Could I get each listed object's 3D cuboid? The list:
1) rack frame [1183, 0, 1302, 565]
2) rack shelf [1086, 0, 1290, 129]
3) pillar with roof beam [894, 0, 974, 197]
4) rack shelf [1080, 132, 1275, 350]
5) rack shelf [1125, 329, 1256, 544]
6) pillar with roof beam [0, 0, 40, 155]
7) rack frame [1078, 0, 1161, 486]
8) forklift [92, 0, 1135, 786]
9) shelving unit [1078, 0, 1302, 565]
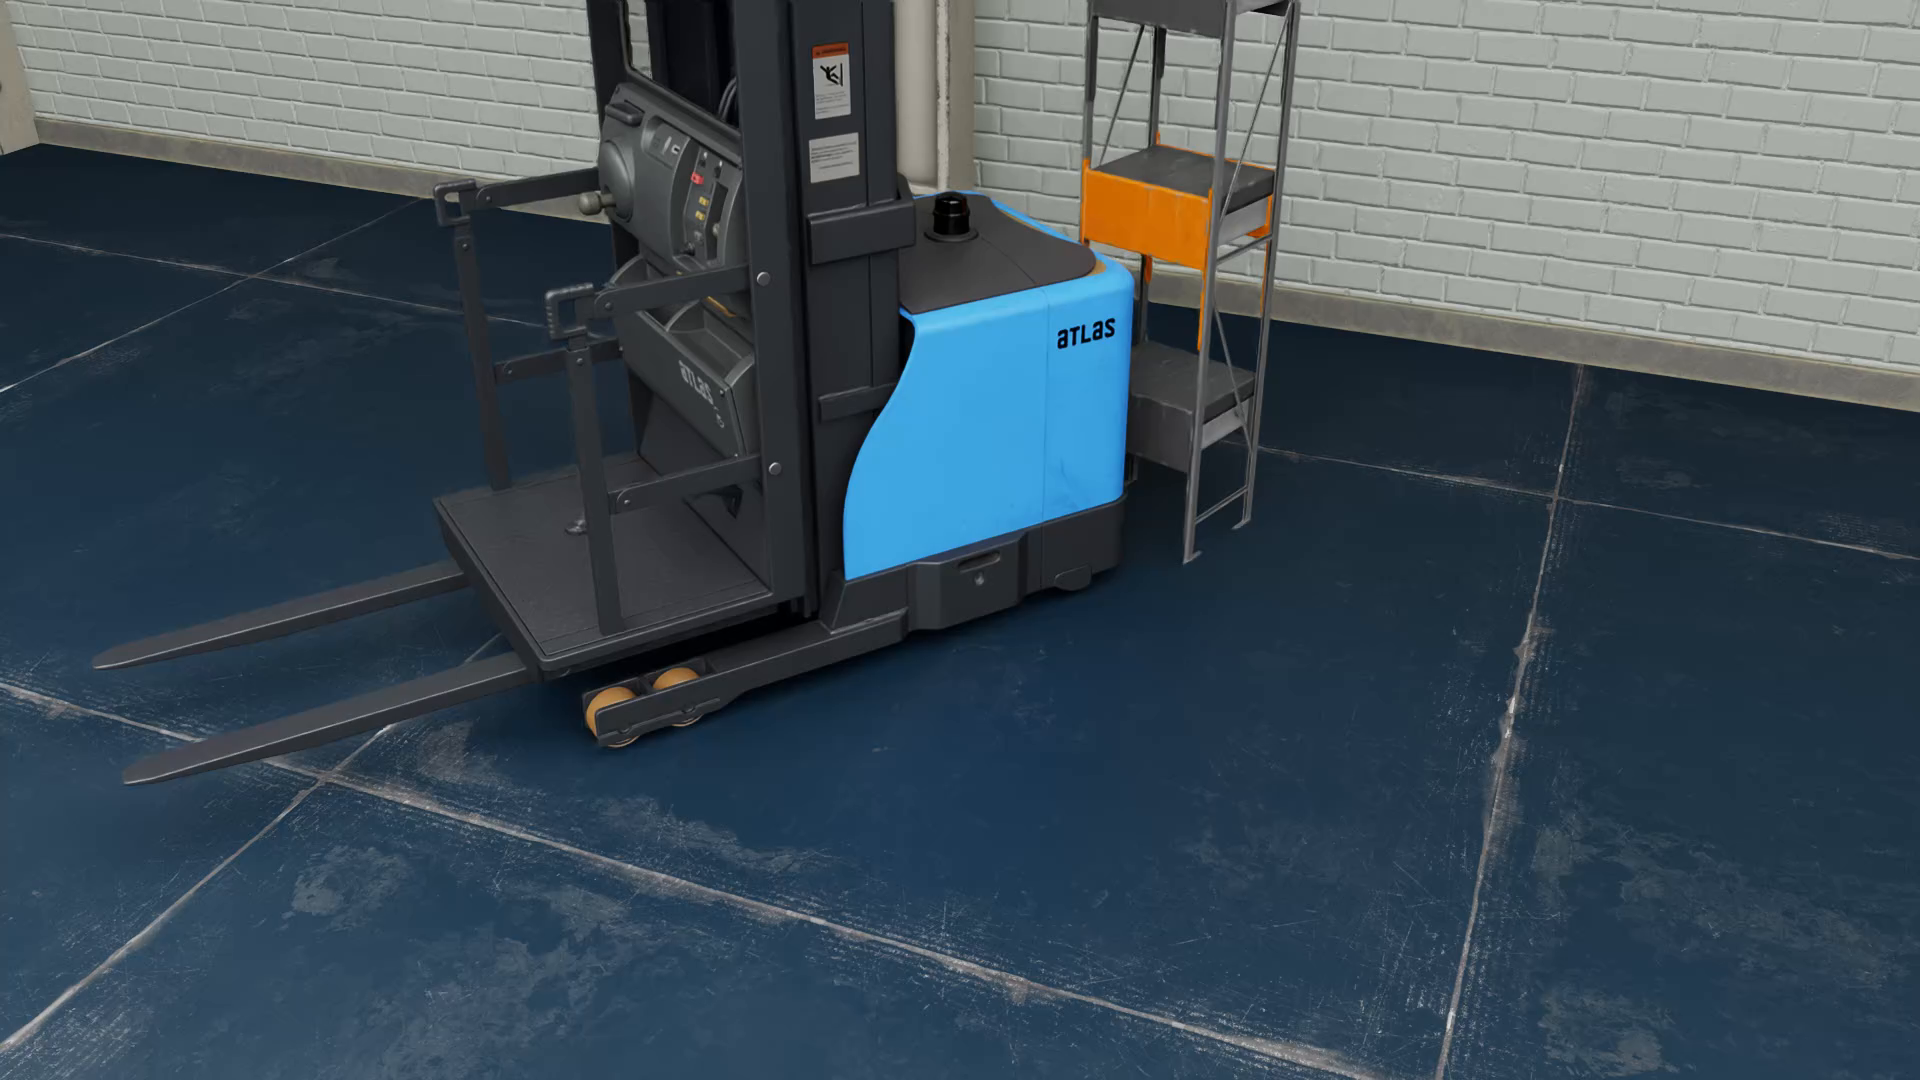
[{"bbox_3d":[0.889,-0.907,5.222,0.015,2.100,0.400,23,37,35],"label":"rack frame"},{"bbox_3d":[0.704,-1.583,5.023,0.480,0.518,0.431,23,37,35],"label":"rack shelf"},{"bbox_3d":[-1.795,-3.204,2.274,0.400,9.000,9.100,11,31,19],"label":"pillar with roof beam"},{"bbox_3d":[0.704,-0.974,5.367,0.480,0.518,0.431,23,37,35],"label":"rack shelf"},{"bbox_3d":[0.704,-0.365,5.711,0.480,0.518,0.431,23,37,35],"label":"rack shelf"},{"bbox_3d":[-7.355,-4.314,4.238,0.400,9.000,9.100,11,31,19],"label":"pillar with roof beam"},{"bbox_3d":[0.519,-1.064,5.499,0.015,2.100,0.400,23,37,35],"label":"rack frame"},{"bbox_3d":[-0.985,-0.986,4.517,3.031,2.935,1.130,-16,33,-27],"label":"forklift"},{"bbox_3d":[0.704,-0.986,5.360,0.503,2.100,0.431,23,37,35],"label":"shelving unit"}]
